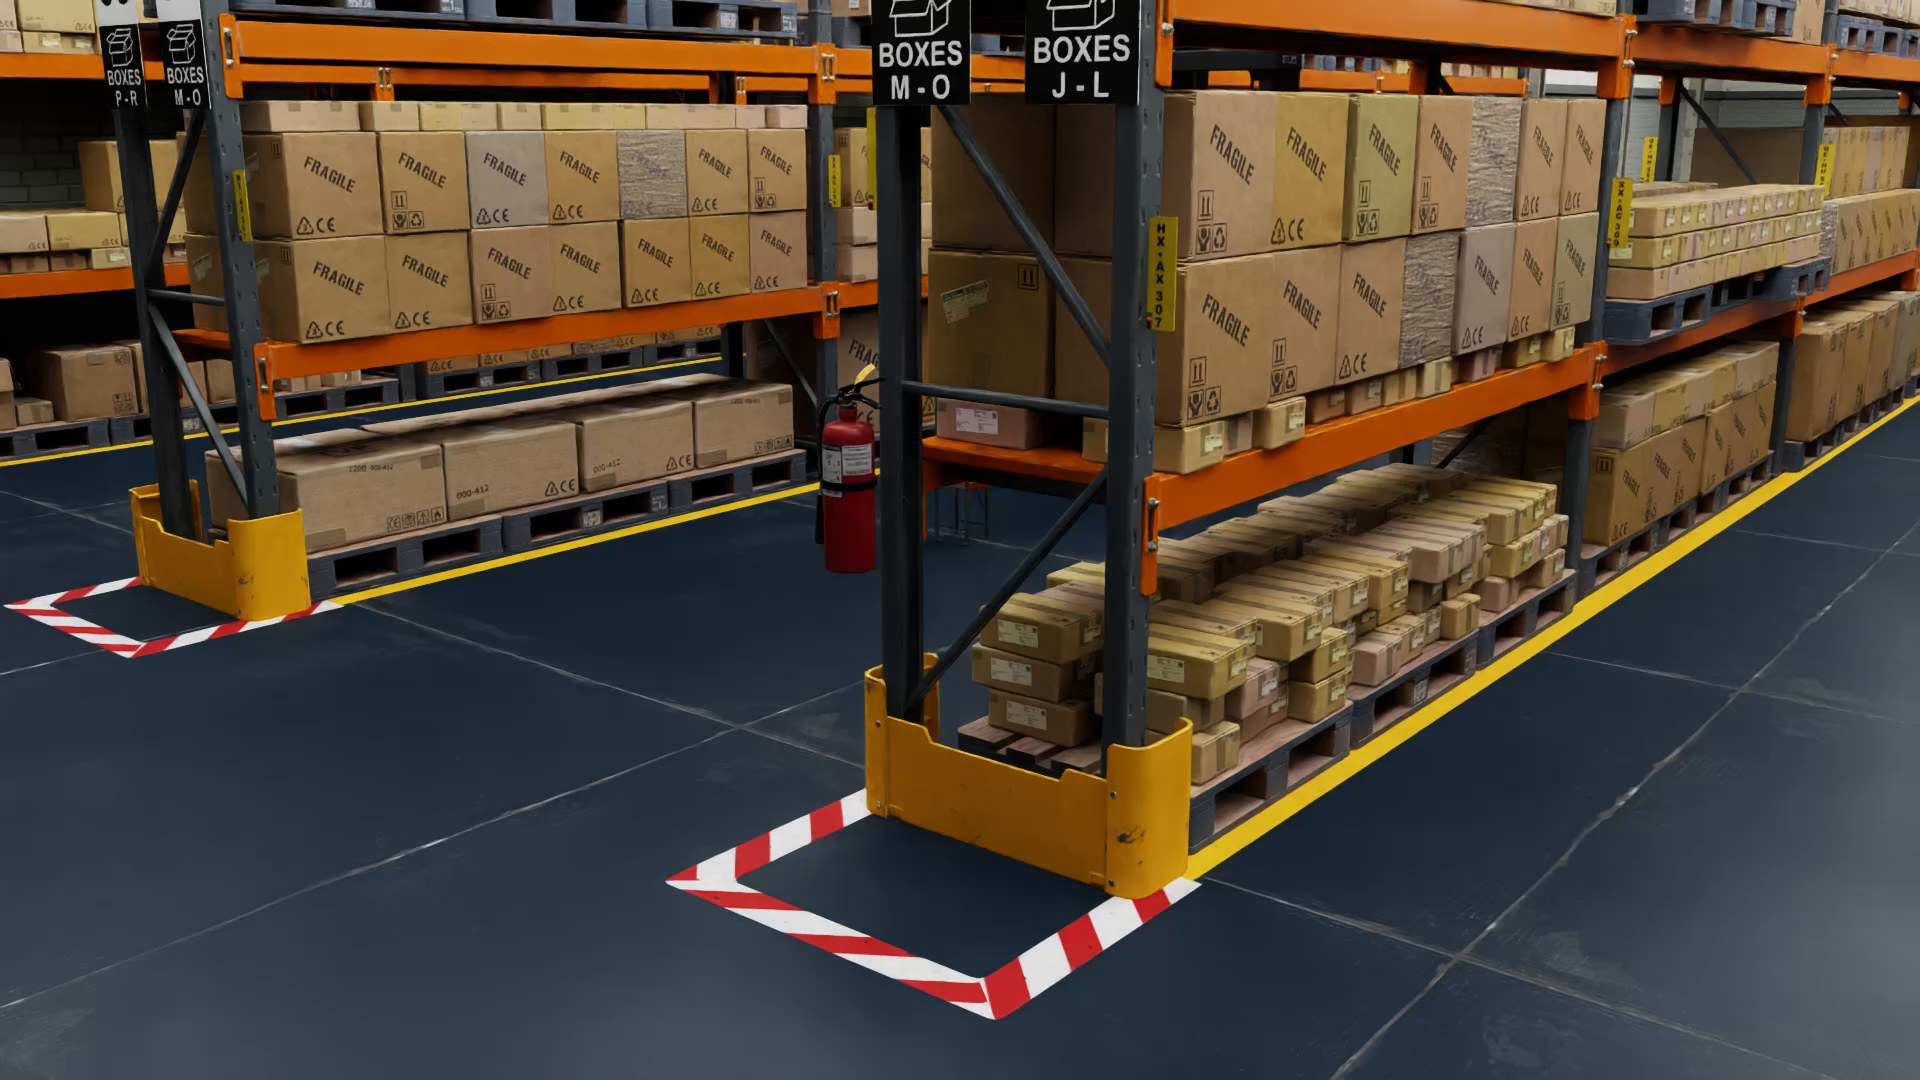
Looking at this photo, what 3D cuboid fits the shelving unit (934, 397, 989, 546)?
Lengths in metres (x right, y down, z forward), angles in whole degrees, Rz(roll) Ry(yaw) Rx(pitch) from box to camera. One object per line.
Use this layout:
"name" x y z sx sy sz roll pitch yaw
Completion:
"shelving unit" 0.009 -0.584 9.486 0.258 1.200 0.189 11 18 38

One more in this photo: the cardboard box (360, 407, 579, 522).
"cardboard box" -2.851 -0.459 9.687 0.875 0.438 0.875 12 18 39

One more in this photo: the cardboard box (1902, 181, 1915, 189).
"cardboard box" 7.922 -2.875 14.544 0.875 0.550 0.550 11 18 38

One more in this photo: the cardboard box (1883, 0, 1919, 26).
"cardboard box" 7.094 -4.093 12.797 0.500 0.250 0.500 11 18 37

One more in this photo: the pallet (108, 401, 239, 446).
"pallet" -6.304 -0.994 13.109 1.003 0.211 1.213 11 18 38

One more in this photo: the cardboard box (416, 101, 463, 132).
"cardboard box" -2.805 -2.198 8.630 0.380 0.149 0.250 11 18 36

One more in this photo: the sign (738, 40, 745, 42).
"sign" -2.171 -5.098 16.456 0.100 0.325 0.005 11 18 38

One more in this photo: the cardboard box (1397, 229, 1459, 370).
"cardboard box" 1.604 -0.965 6.520 0.500 0.500 0.500 11 18 36

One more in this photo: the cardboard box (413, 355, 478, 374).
"cardboard box" -4.626 -1.762 14.690 0.500 0.500 0.500 12 19 40

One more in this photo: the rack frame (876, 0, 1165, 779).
"rack frame" 0.157 -0.432 5.231 1.000 3.000 0.127 11 18 38

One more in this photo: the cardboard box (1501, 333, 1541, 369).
"cardboard box" 2.382 -0.877 7.493 0.380 0.149 0.250 12 19 40

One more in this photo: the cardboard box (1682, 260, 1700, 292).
"cardboard box" 3.606 -1.385 8.641 0.380 0.149 0.250 11 18 38

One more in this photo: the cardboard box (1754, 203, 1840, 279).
"cardboard box" 5.677 -2.057 11.423 0.500 0.500 0.500 12 18 38

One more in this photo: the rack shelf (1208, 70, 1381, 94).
"rack shelf" 2.529 -4.199 15.428 1.077 0.370 4.000 11 18 38

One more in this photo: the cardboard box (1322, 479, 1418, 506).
"cardboard box" 1.954 -0.174 7.946 0.380 0.149 0.250 11 18 37

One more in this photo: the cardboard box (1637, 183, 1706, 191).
"cardboard box" 4.577 -2.224 10.733 0.380 0.149 0.250 11 18 36

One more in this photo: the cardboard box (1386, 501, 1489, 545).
"cardboard box" 2.146 -0.058 7.488 0.380 0.149 0.250 12 19 39

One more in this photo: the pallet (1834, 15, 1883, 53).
"pallet" 5.549 -3.458 11.433 1.213 0.211 1.003 12 19 40

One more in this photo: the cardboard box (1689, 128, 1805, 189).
"cardboard box" 5.475 -2.581 11.458 0.700 0.500 0.500 11 18 37

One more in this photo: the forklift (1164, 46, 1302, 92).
"forklift" 2.127 -2.019 11.619 1.130 2.935 3.031 12 19 40

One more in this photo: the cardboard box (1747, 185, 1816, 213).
"cardboard box" 5.074 -2.121 10.331 0.380 0.149 0.250 11 18 37

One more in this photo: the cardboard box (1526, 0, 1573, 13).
"cardboard box" 2.250 -2.349 6.991 0.500 0.250 0.500 11 18 37

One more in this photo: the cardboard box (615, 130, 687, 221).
"cardboard box" -1.962 -2.150 9.759 0.500 0.500 0.500 12 18 38

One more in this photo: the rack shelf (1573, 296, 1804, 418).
"rack shelf" 3.928 -1.232 9.842 1.077 0.370 4.000 11 18 38

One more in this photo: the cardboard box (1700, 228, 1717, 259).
"cardboard box" 3.763 -1.577 8.793 0.380 0.149 0.250 10 18 35

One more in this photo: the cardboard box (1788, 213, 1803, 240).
"cardboard box" 4.899 -1.923 10.152 0.380 0.149 0.250 12 18 39

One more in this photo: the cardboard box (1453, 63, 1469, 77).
"cardboard box" 5.362 -5.162 18.269 0.380 0.149 0.250 11 18 37

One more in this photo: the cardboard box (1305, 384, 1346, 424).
"cardboard box" 1.200 -0.539 6.162 0.380 0.149 0.250 11 18 37

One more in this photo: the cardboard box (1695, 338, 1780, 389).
"cardboard box" 4.959 -1.148 10.750 0.500 0.250 0.500 11 18 36

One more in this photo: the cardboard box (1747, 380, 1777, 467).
"cardboard box" 4.975 -0.789 10.862 0.500 0.500 0.500 11 18 37

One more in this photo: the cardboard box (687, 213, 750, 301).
"cardboard box" -1.654 -1.765 10.276 0.500 0.500 0.500 11 18 36

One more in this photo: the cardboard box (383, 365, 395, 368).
"cardboard box" -5.027 -1.844 15.012 0.500 0.500 0.500 11 18 37

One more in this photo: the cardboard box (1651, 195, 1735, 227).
"cardboard box" 3.929 -1.772 8.954 0.380 0.149 0.250 11 18 37

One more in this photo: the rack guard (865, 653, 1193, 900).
"rack guard" 0.205 0.765 5.596 1.175 0.500 0.348 11 18 38

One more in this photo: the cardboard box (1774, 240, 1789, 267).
"cardboard box" 4.754 -1.736 10.023 0.380 0.149 0.250 11 18 37

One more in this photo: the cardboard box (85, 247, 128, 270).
"cardboard box" -6.351 -2.084 12.243 0.380 0.149 0.250 11 18 36

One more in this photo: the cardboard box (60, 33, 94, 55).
"cardboard box" -6.416 -3.544 11.899 0.380 0.149 0.250 11 18 37

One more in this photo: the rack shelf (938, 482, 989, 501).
"rack shelf" 0.009 -0.309 9.556 0.258 0.103 0.180 11 18 38

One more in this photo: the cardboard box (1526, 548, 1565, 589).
"cardboard box" 2.690 0.108 8.042 0.380 0.149 0.250 12 18 38

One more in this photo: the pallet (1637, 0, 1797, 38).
"pallet" 3.792 -2.862 9.084 1.213 0.211 1.003 11 18 38

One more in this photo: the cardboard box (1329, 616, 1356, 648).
"cardboard box" 1.326 0.339 6.528 0.380 0.149 0.250 10 17 35

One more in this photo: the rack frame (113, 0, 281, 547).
"rack frame" -3.756 -1.178 8.170 1.000 3.000 0.127 11 18 38

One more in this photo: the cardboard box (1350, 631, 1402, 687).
"cardboard box" 1.543 0.454 6.680 0.380 0.149 0.250 10 17 35

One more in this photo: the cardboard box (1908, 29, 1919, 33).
"cardboard box" 8.192 -4.331 13.942 0.380 0.149 0.250 11 18 37

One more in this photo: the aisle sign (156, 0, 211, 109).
"aisle sign" -3.576 -2.380 7.619 0.394 0.787 0.004 11 18 38

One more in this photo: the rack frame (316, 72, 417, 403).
"rack frame" -5.106 -2.712 14.206 1.000 3.000 0.127 11 18 38

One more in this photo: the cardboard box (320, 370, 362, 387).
"cardboard box" -5.227 -1.382 13.907 0.380 0.149 0.250 11 18 36

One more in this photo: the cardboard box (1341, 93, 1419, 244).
"cardboard box" 1.302 -1.348 5.998 0.500 0.500 0.500 11 18 36

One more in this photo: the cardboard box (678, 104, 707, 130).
"cardboard box" -1.748 -2.553 10.027 0.380 0.149 0.250 11 18 37

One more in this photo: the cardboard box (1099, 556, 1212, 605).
"cardboard box" 0.771 0.169 6.594 0.380 0.149 0.250 10 18 35

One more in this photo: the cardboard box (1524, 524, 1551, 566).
"cardboard box" 2.560 -0.001 7.866 0.380 0.149 0.250 10 17 35

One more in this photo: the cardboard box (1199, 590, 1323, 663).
"cardboard box" 1.088 0.310 6.038 0.380 0.149 0.250 11 18 37

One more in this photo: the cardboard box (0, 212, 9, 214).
"cardboard box" -7.212 -2.245 12.069 0.500 0.250 0.500 11 18 38

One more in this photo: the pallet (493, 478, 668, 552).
"pallet" -2.548 -0.225 10.079 1.003 0.211 1.213 11 18 38

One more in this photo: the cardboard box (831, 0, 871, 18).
"cardboard box" -0.656 -3.578 10.945 0.396 0.266 0.258 11 18 37

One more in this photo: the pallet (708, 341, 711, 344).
"pallet" -2.044 -2.278 18.162 1.003 0.211 1.213 11 18 38

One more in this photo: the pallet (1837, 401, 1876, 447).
"pallet" 6.506 -0.984 13.069 1.003 0.211 1.213 11 18 38

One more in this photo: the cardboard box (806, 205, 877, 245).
"cardboard box" -0.747 -2.155 11.302 0.500 0.250 0.500 11 18 36
